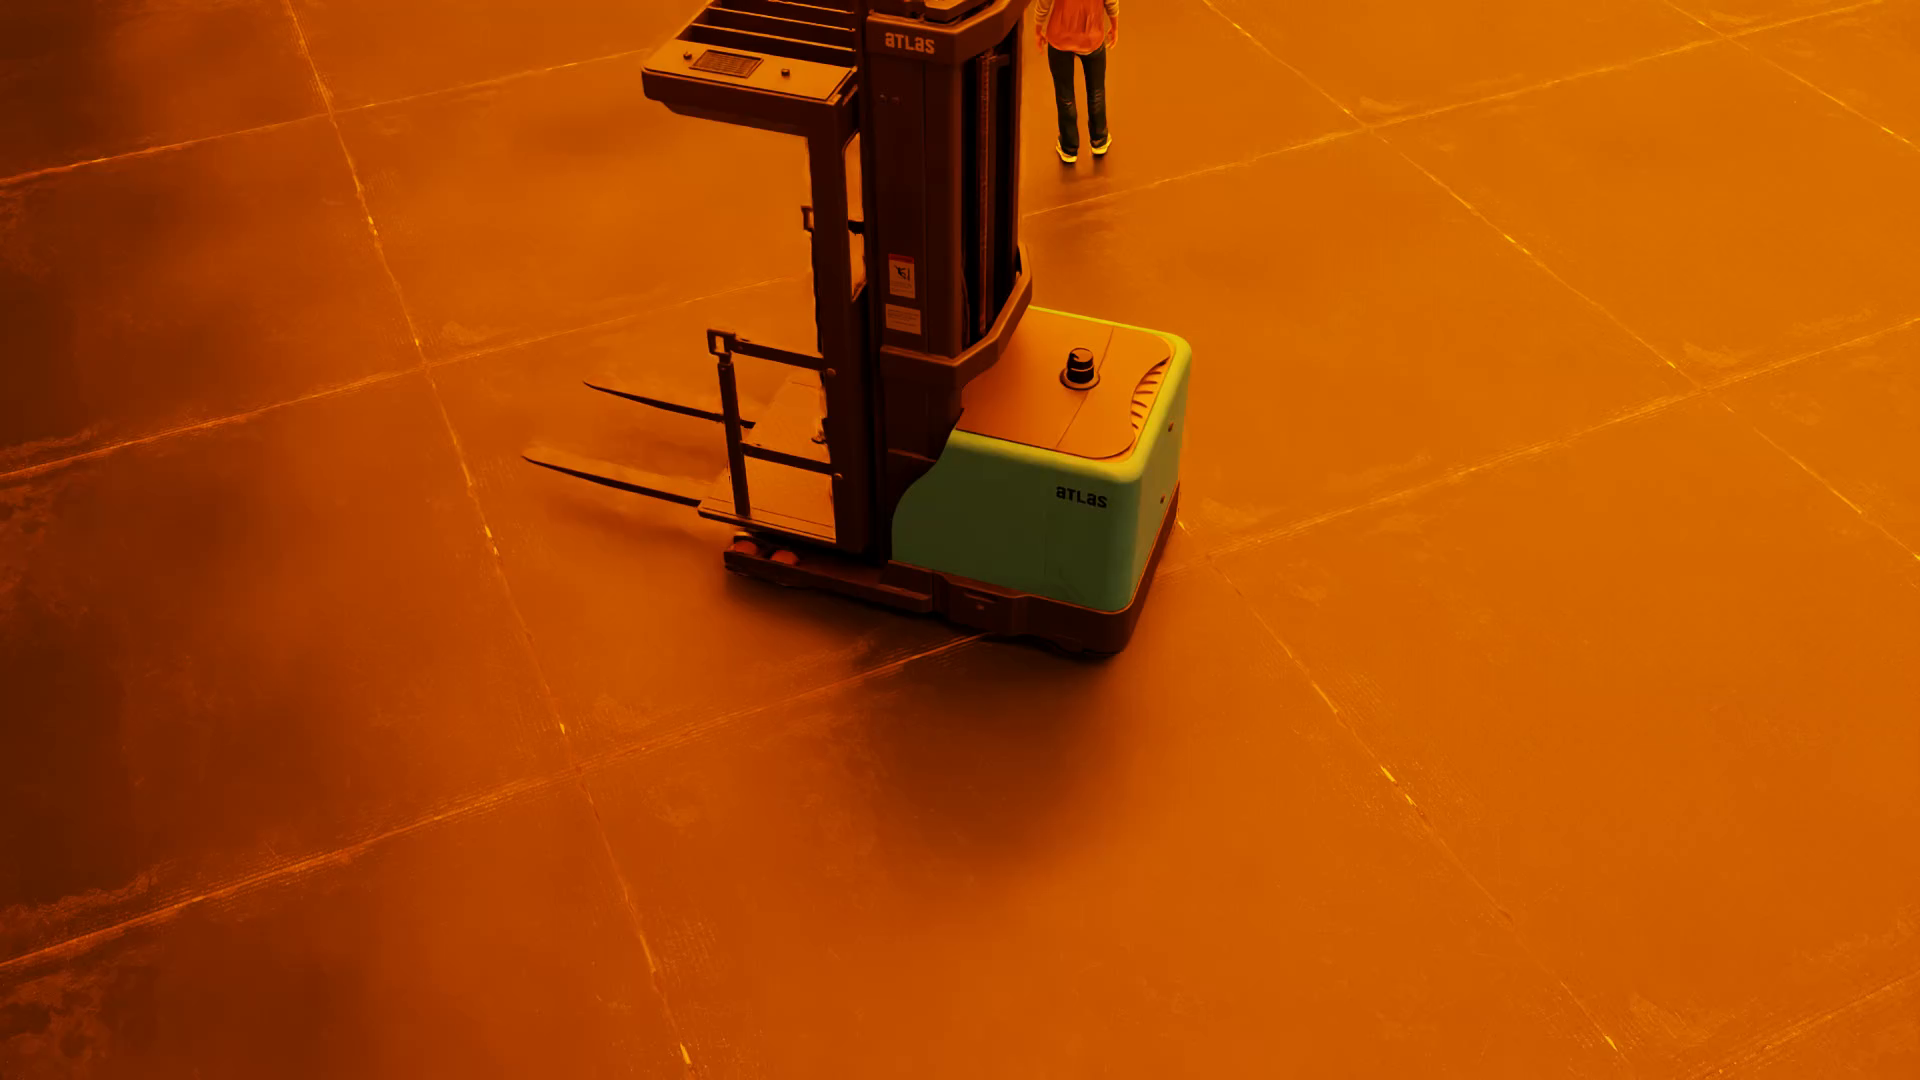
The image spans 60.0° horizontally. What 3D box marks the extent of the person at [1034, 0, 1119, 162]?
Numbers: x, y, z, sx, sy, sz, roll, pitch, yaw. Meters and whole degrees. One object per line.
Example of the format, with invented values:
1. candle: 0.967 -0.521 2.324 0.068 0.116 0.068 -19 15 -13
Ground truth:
1. person: 0.693 -2.999 9.862 0.519 1.598 0.474 1 43 1

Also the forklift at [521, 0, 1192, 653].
1. forklift: -0.557 -1.188 6.953 3.031 2.935 1.130 13 45 14
